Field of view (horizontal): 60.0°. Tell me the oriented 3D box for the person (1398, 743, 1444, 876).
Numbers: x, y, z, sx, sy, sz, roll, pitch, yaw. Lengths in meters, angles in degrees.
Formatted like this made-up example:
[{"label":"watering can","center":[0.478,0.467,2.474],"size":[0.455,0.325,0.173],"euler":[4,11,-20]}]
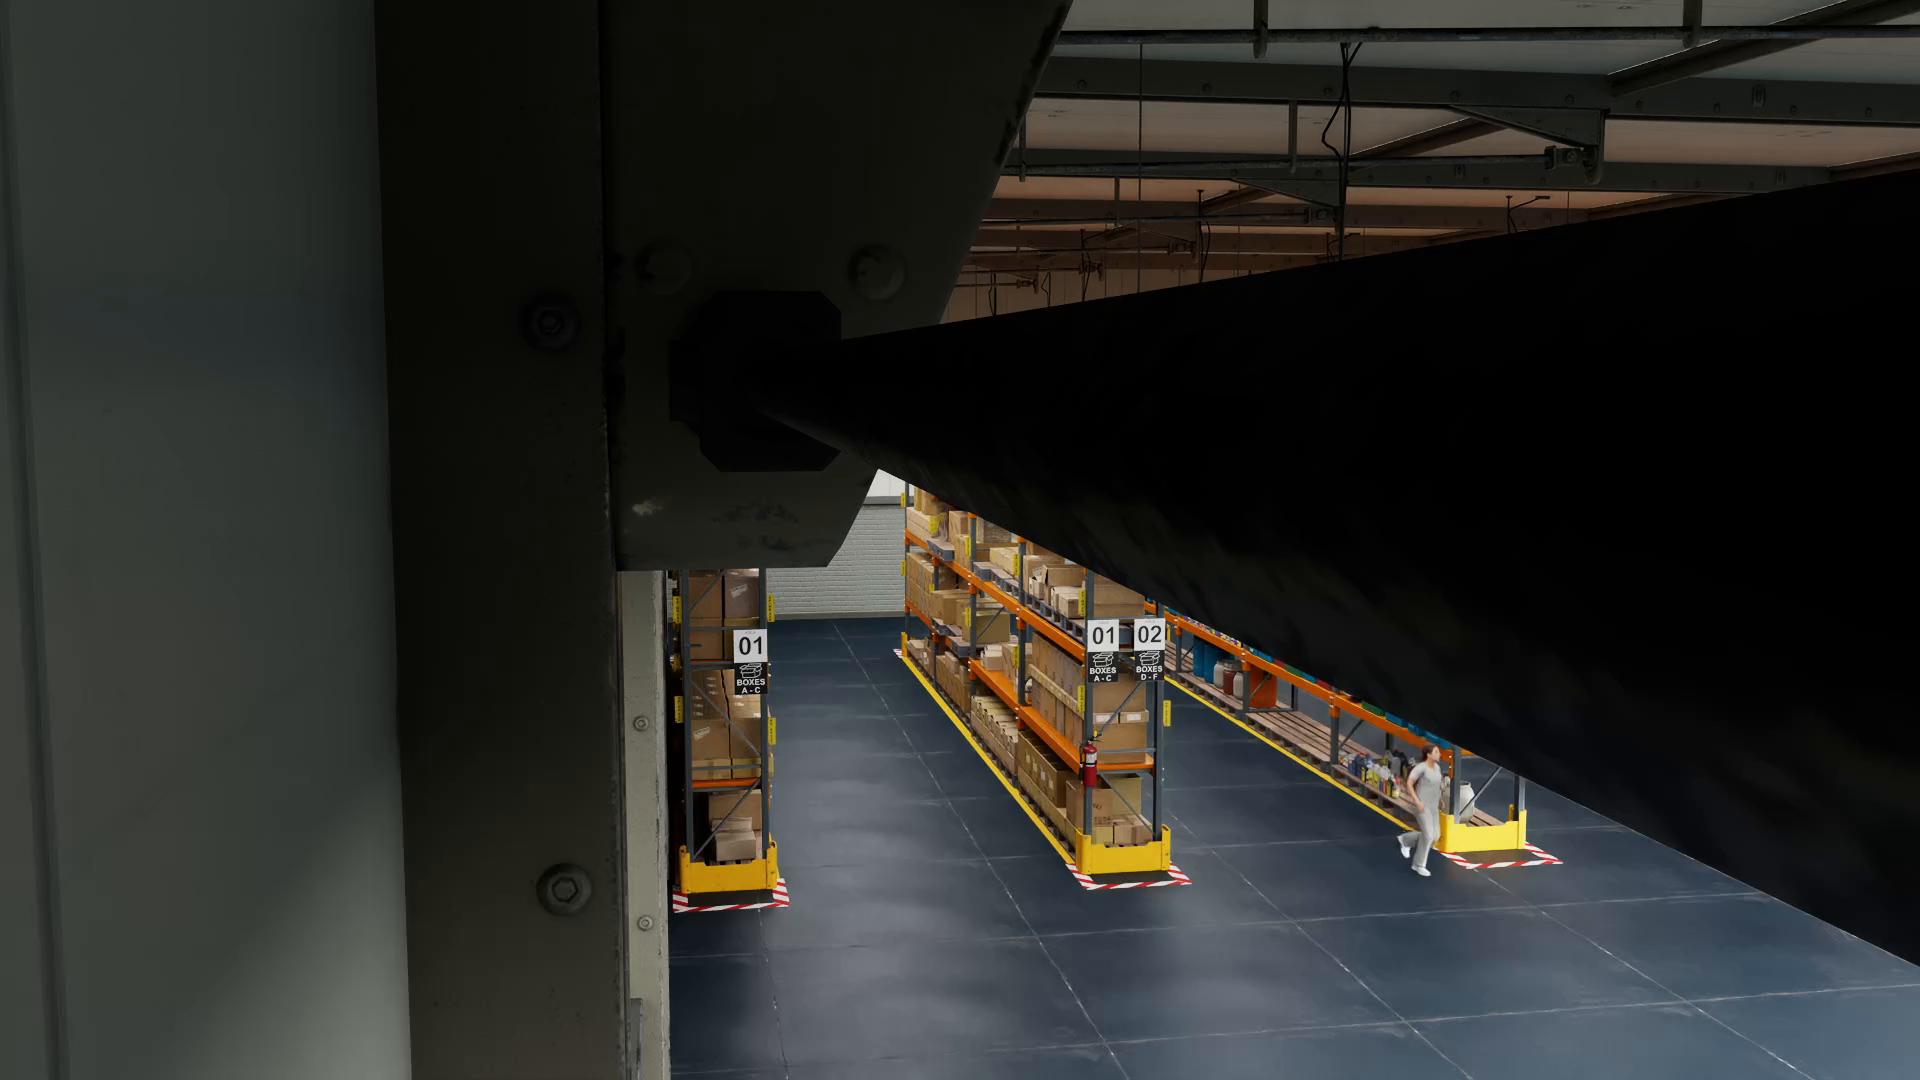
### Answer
[{"label":"person","center":[5.858,3.362,21.051],"size":[0.604,1.622,0.616],"euler":[-4,7,-35]}]
